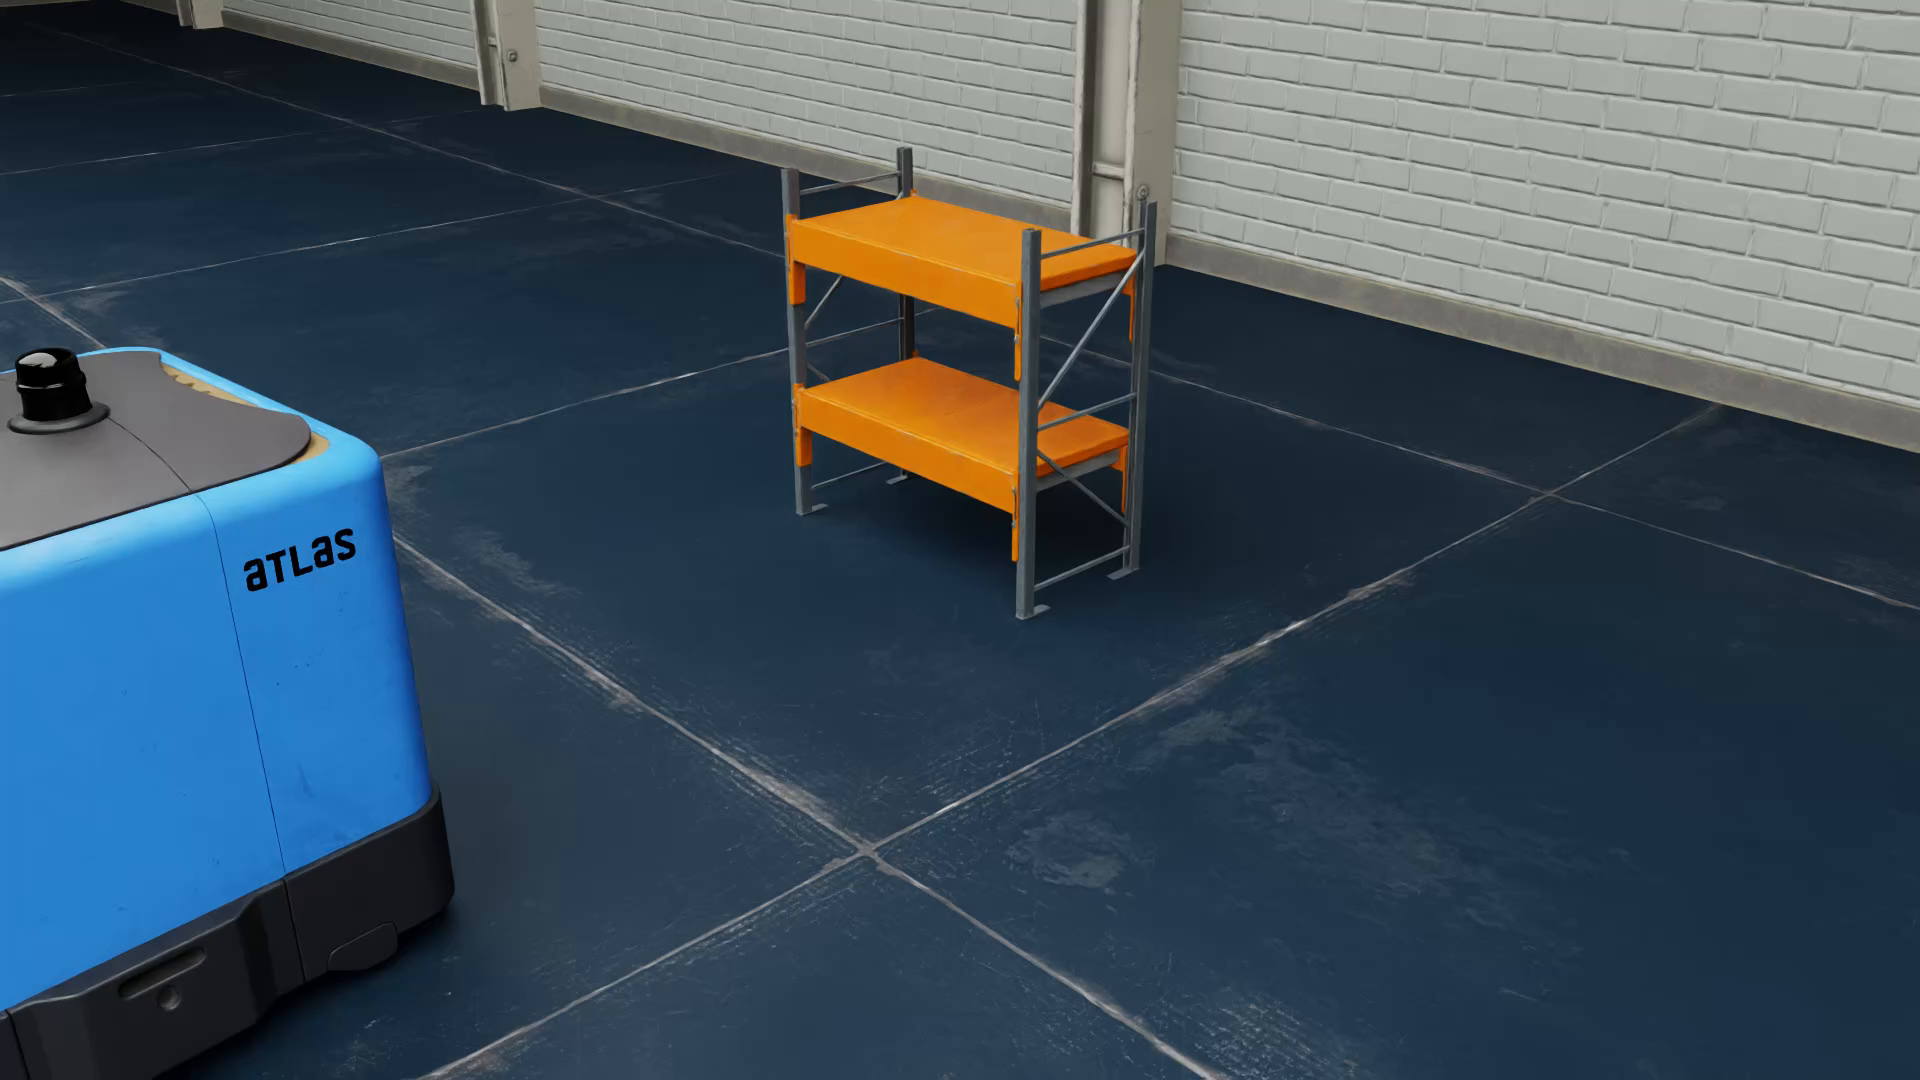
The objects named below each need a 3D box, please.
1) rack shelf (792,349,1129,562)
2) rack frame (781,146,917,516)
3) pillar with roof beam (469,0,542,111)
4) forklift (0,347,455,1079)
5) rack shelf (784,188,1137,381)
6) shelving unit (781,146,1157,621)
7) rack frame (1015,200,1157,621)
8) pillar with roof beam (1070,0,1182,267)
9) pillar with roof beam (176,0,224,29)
[{"bbox_3d":[0.005,-0.287,5.114,0.538,0.278,1.000,-21,32,-38],"label":"rack shelf"},{"bbox_3d":[-0.343,-0.664,5.350,0.500,1.125,0.032,-21,32,-38],"label":"rack frame"},{"bbox_3d":[-6.449,-6.090,7.758,9.100,9.000,0.400,-21,32,-38],"label":"pillar with roof beam"},{"bbox_3d":[-2.406,-0.205,2.168,1.130,2.935,3.031,20,31,37],"label":"forklift"},{"bbox_3d":[0.005,-0.776,4.891,0.538,0.278,1.000,-21,32,-38],"label":"rack shelf"},{"bbox_3d":[0.005,-0.510,5.012,0.538,1.125,1.048,-21,32,-38],"label":"shelving unit"},{"bbox_3d":[0.352,-0.356,4.674,0.500,1.125,0.032,-21,32,-38],"label":"rack frame"},{"bbox_3d":[-2.348,-4.272,3.773,9.100,9.000,0.400,-21,32,-38],"label":"pillar with roof beam"},{"bbox_3d":[-10.550,-7.908,11.742,9.100,9.000,0.400,-21,32,-38],"label":"pillar with roof beam"}]
